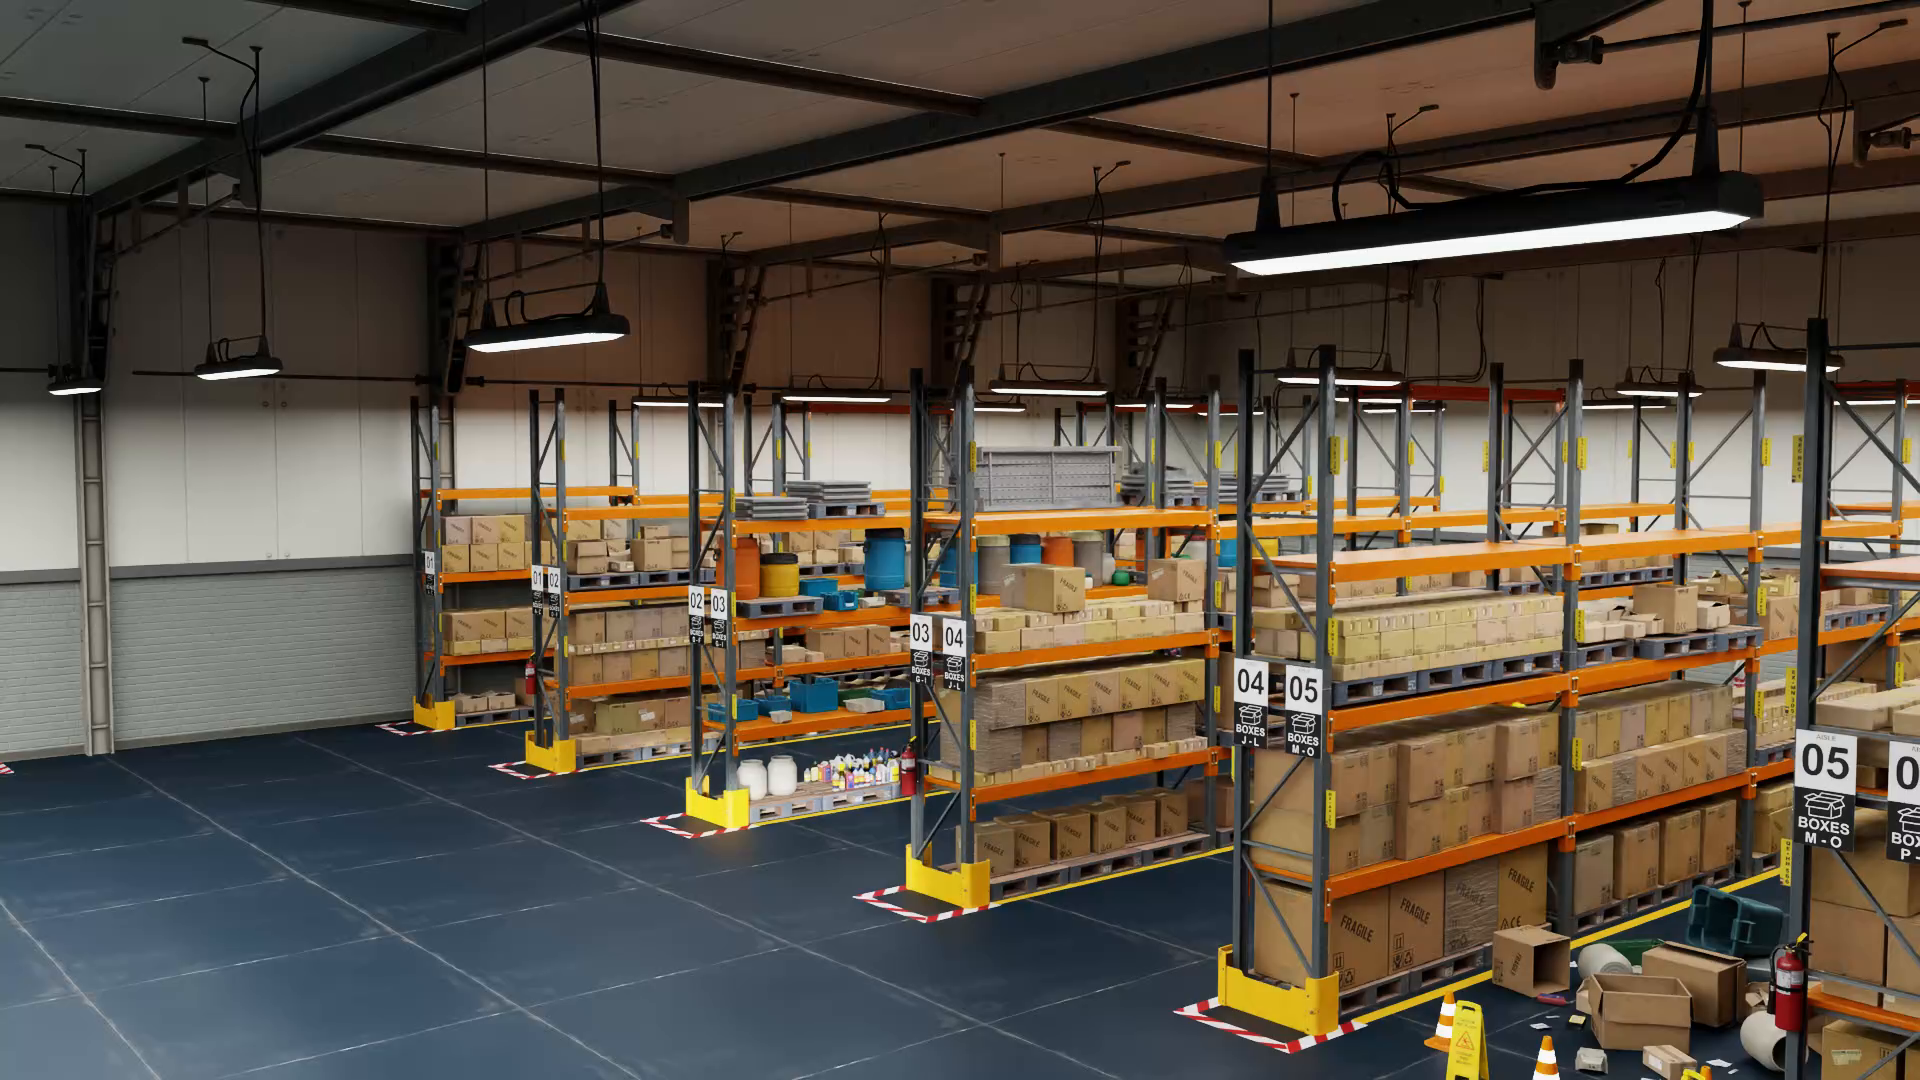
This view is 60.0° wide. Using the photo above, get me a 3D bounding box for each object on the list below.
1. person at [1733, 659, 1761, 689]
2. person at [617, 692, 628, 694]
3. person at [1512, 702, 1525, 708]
[{"bbox_3d":[13.419,2.593,28.527,0.494,1.802,0.599,-2,4,-26],"label":"person"},{"bbox_3d":[-6.108,2.591,30.016,0.666,1.764,0.403,-3,4,-41],"label":"person"},{"bbox_3d":[7.284,3.020,21.698,0.500,1.820,0.617,-1,3,-12],"label":"person"}]
